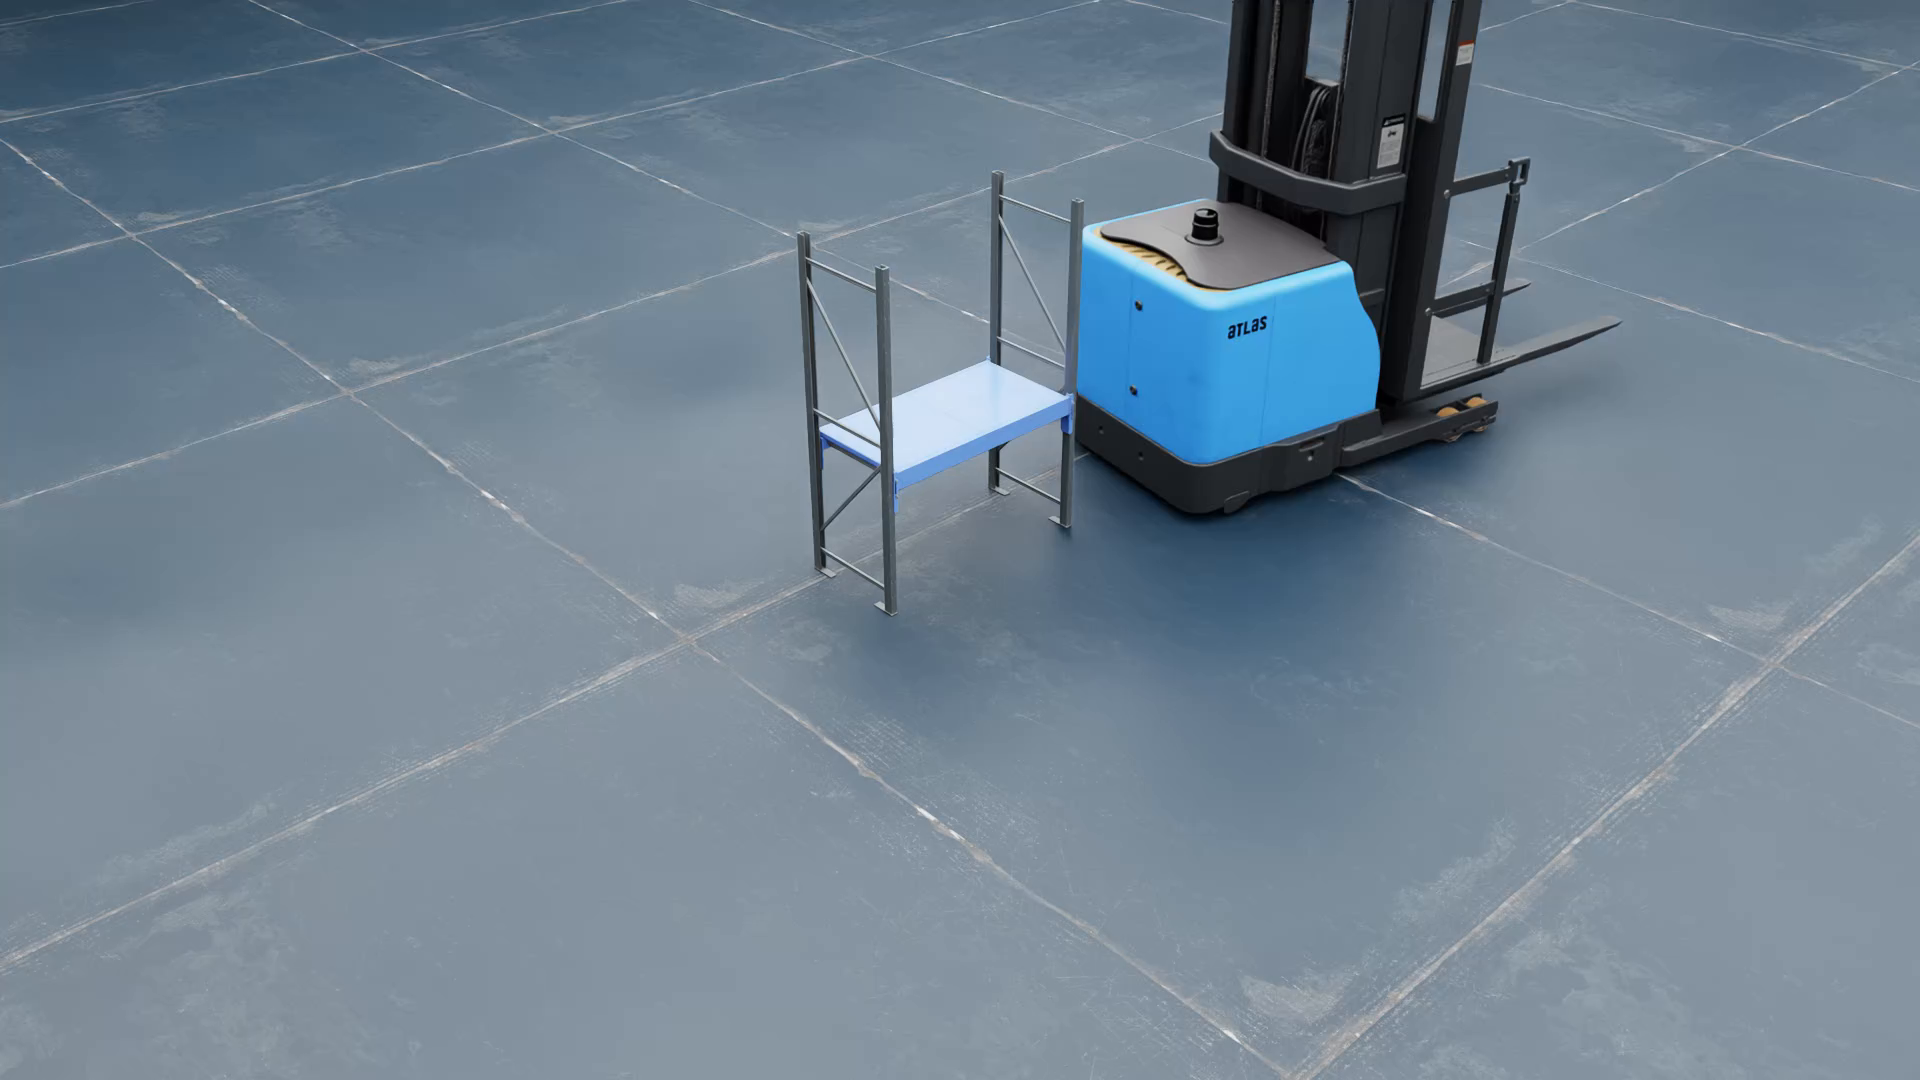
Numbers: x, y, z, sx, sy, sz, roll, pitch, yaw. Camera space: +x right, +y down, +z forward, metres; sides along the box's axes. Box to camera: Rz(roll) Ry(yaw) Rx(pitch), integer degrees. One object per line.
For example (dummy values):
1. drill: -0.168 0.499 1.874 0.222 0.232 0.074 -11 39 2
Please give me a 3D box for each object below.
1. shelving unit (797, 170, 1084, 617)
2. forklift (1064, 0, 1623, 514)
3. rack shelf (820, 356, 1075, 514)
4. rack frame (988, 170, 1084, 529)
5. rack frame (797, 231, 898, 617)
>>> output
1. shelving unit: -0.063 -0.610 6.809 1.048 1.500 0.538 -26 40 -35
2. forklift: 2.014 -1.937 7.608 3.031 2.935 1.130 -18 36 -27
3. rack shelf: -0.063 -0.456 6.903 1.000 0.185 0.538 -26 40 -35
4. rack frame: 0.310 -0.790 7.104 0.032 1.500 0.500 -26 40 -35
5. rack frame: -0.435 -0.429 6.514 0.032 1.500 0.500 -26 40 -35
